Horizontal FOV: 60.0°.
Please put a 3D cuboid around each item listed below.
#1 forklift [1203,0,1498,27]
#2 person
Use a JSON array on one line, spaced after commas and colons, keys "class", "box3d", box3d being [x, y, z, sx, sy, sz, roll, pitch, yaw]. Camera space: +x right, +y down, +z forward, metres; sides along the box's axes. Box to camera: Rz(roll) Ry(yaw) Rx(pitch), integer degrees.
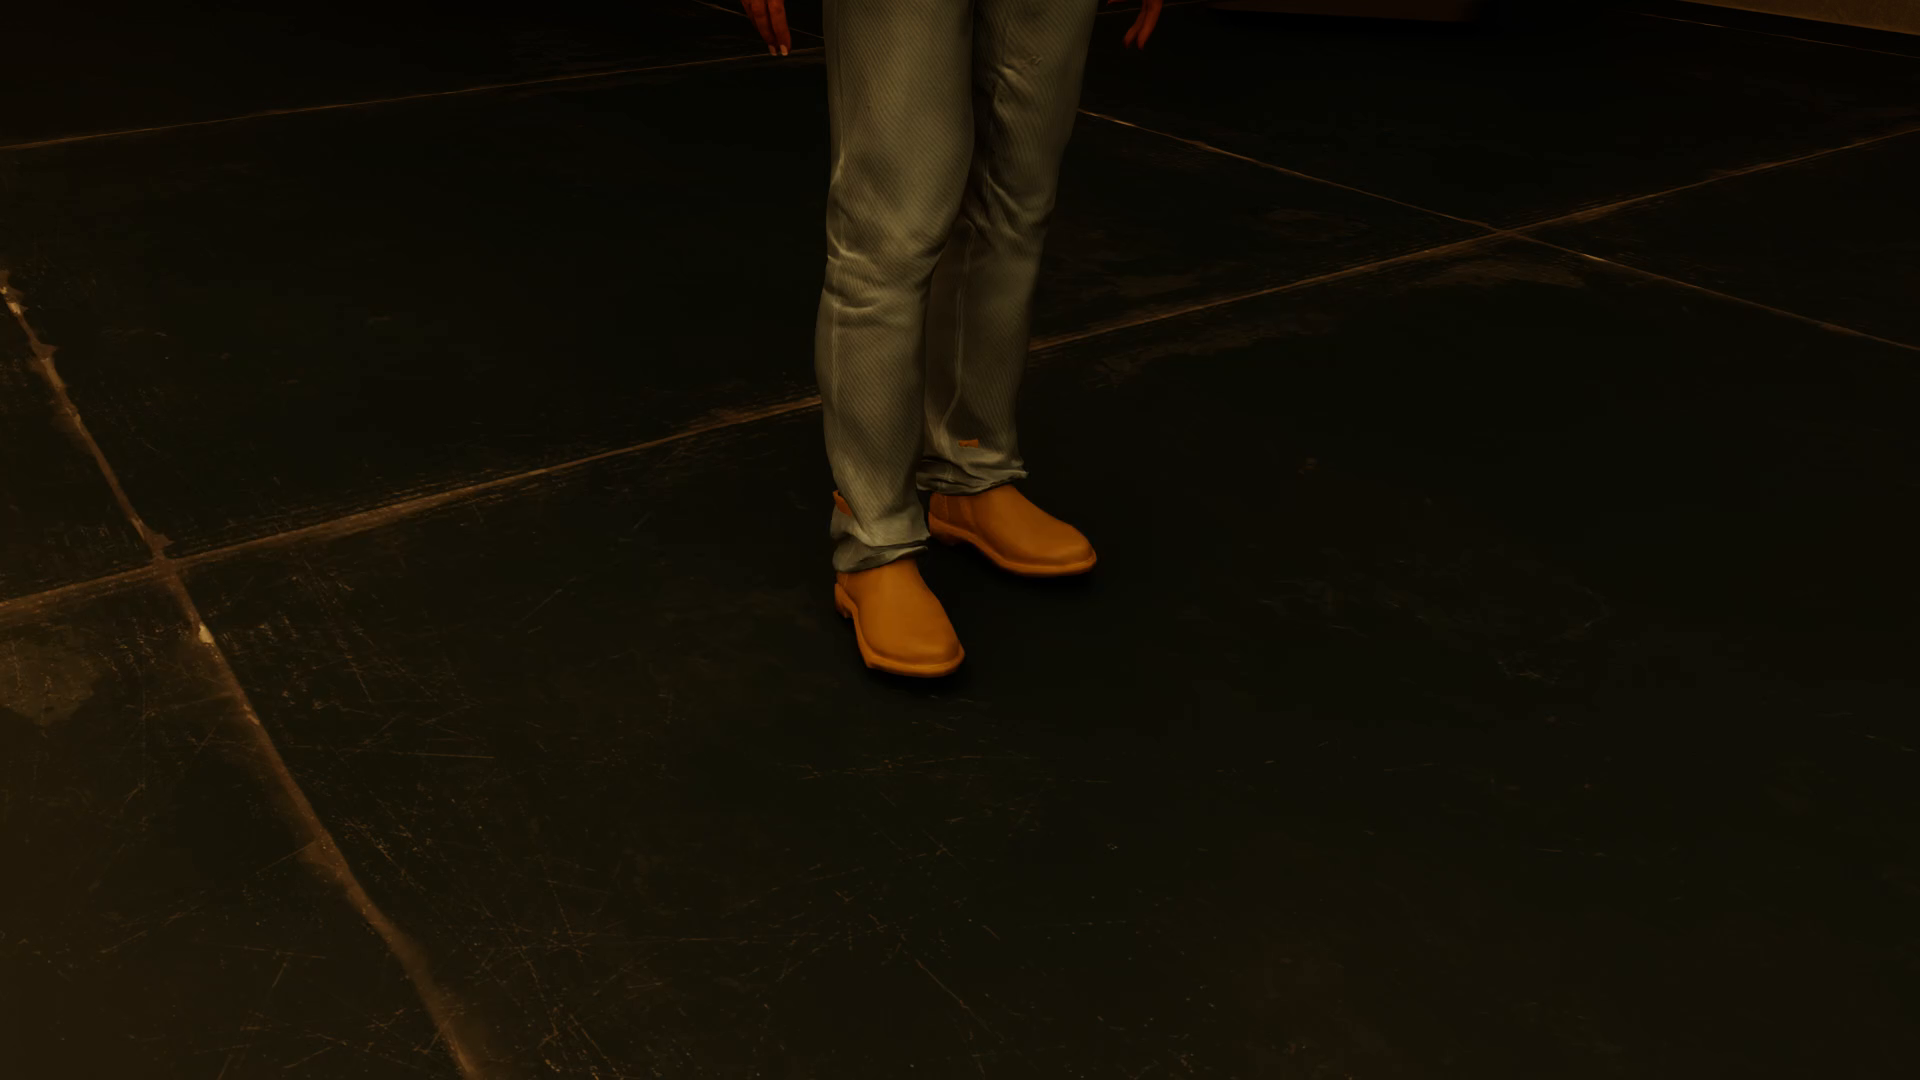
[{"class": "forklift", "box3d": [1.911, -3.868, 6.941, 1.130, 2.935, 3.031, 9, 28, 17]}, {"class": "person", "box3d": [0.034, -0.769, 2.047, 0.665, 1.765, 0.577, -17, 31, -31]}]
